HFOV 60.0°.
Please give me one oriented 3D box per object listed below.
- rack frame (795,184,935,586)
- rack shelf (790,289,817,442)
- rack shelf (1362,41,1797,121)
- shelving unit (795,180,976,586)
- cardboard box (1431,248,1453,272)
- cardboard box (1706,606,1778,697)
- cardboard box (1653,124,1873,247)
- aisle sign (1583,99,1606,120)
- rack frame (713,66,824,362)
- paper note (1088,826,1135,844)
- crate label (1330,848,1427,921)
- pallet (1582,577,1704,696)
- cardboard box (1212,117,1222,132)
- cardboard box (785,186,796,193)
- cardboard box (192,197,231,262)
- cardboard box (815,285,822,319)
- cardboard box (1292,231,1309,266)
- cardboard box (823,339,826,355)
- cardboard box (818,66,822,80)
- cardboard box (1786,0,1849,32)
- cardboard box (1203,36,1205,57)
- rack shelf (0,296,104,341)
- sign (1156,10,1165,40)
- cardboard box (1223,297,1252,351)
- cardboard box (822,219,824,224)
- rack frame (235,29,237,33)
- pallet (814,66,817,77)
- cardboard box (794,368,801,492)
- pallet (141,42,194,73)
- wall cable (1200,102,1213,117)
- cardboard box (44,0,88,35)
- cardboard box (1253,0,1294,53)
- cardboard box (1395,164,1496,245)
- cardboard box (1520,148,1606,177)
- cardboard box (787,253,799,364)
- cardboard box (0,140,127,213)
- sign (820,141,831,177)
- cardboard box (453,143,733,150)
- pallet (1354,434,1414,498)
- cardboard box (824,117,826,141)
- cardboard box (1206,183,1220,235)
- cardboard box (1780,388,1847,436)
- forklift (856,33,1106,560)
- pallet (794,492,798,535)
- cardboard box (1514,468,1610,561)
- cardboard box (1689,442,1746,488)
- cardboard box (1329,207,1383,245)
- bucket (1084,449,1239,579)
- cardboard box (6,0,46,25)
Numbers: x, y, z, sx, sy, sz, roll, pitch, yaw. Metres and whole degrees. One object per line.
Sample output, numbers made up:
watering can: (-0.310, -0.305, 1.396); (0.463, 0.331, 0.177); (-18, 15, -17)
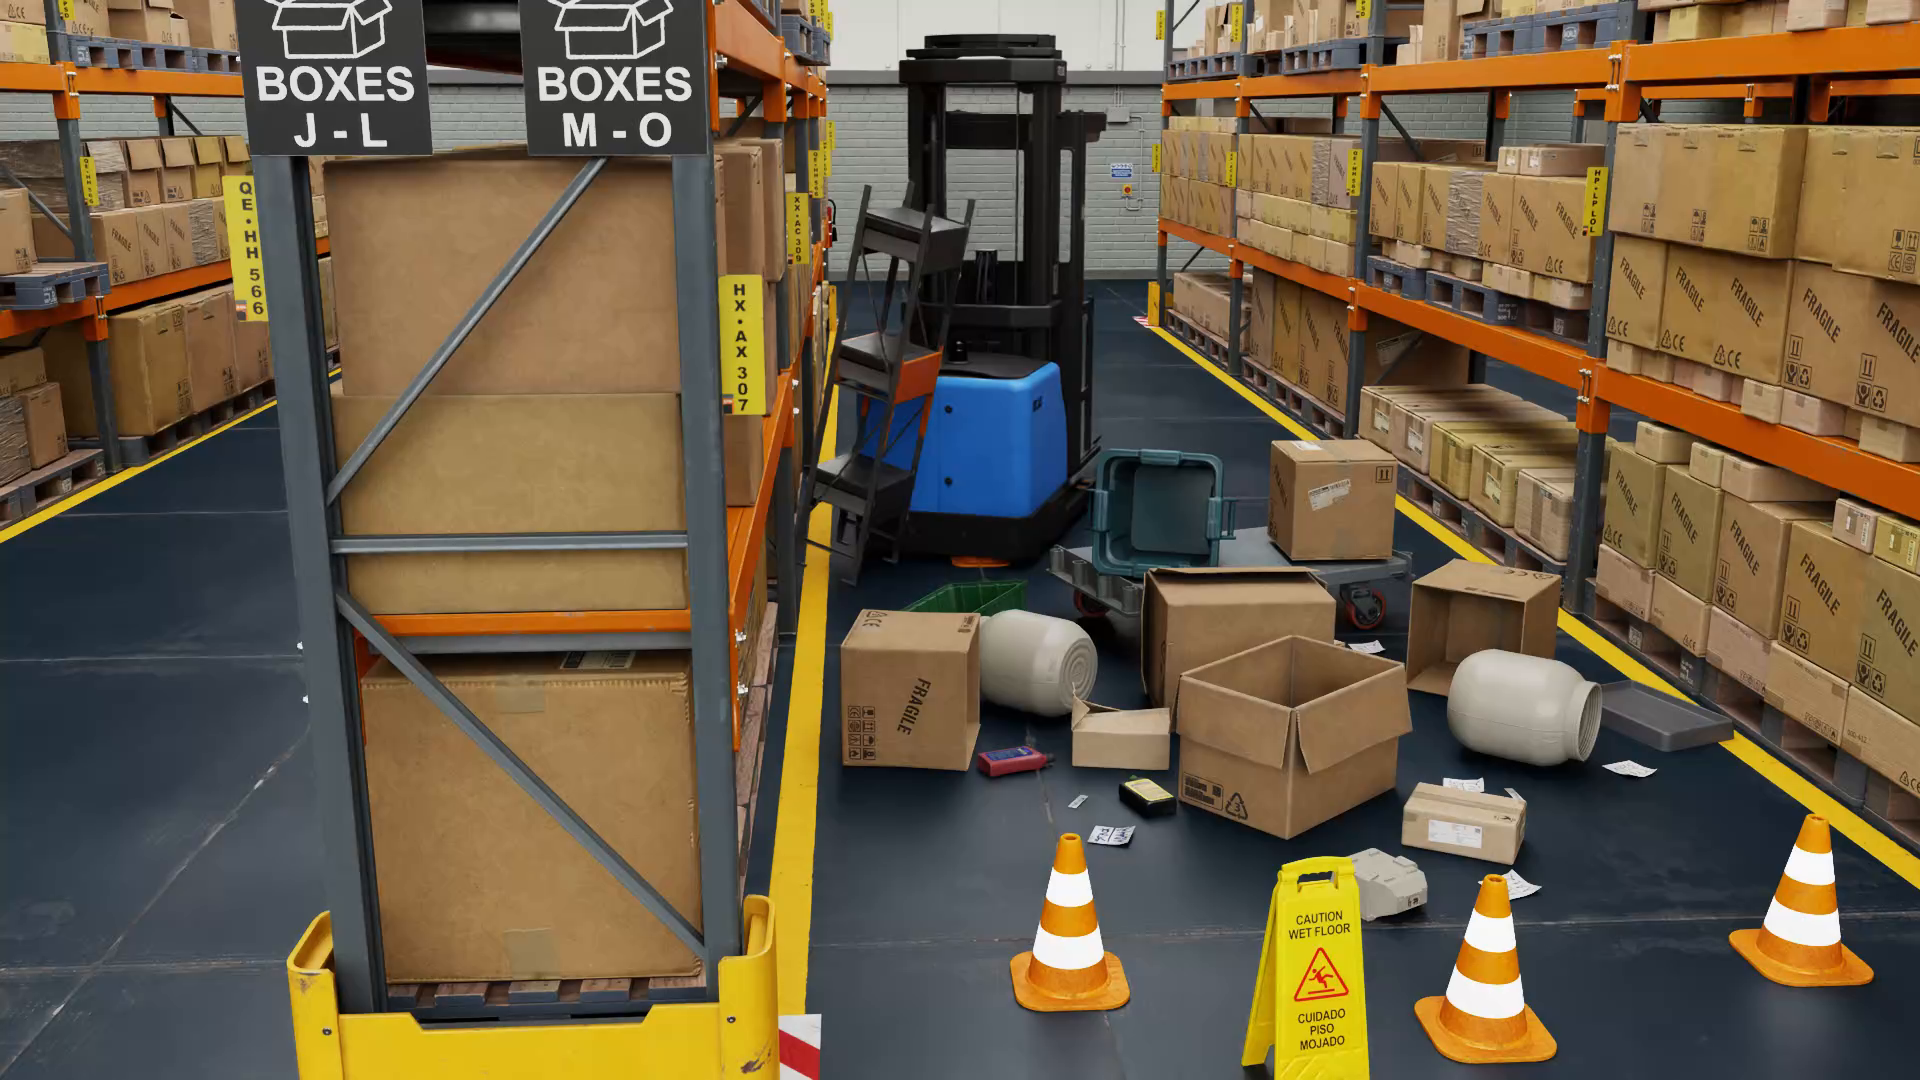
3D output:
rack frame: (-0.525, -0.777, 8.730); (0.400, 2.100, 0.015); (21, 21, 20)
rack shelf: (-1.433, -1.132, 9.851); (1.077, 0.370, 4.000); (-1, 14, -3)
rack shelf: (3.501, -2.687, 9.872); (1.077, 0.370, 4.000); (-1, 14, -3)
shelving unit: (-0.420, -0.833, 8.943); (0.431, 2.100, 0.503); (21, 21, 20)
cardboard box: (3.256, -1.811, 10.705); (0.380, 0.149, 0.250); (0, 14, 0)
cardboard box: (3.472, 0.459, 6.899); (0.500, 0.250, 0.500); (-1, 14, -4)
cardboard box: (3.446, -1.521, 7.116); (0.700, 0.500, 0.500); (-1, 14, -3)
aisle sign: (7.538, -5.418, 19.848); (0.394, 0.787, 0.004); (-1, 14, -3)
rack frame: (-1.805, -2.973, 15.561); (1.000, 3.000, 0.127); (-1, 14, -3)
paper note: (0.539, 1.044, 5.910); (0.144, 0.017, 0.142); (4, 15, 16)
crate label: (1.361, 1.116, 5.413); (0.250, 0.136, 0.298); (-9, 17, -32)
pallet: (3.702, 0.432, 7.924); (1.003, 0.211, 1.213); (-1, 14, -3)
cardboard box: (2.794, -4.247, 17.003); (0.380, 0.149, 0.250); (-1, 14, -4)
cardboard box: (-1.422, -2.594, 12.555); (0.380, 0.149, 0.250); (-1, 14, -4)
cardboard box: (-6.397, -2.605, 13.930); (0.500, 0.500, 0.500); (-1, 14, -4)
cardboard box: (-1.506, -2.148, 15.022); (0.500, 0.250, 0.500); (-1, 14, -5)
cardboard box: (3.024, -2.381, 13.562); (0.500, 0.250, 0.500); (-1, 14, -4)
cardboard box: (-1.507, -1.891, 16.235); (0.380, 0.149, 0.250); (-2, 15, -6)
cardboard box: (-1.570, -4.472, 15.670); (0.500, 0.250, 0.500); (0, 14, -1)
cardboard box: (3.392, -2.013, 6.313); (0.380, 0.149, 0.250); (-1, 14, -5)
cardboard box: (2.925, -5.358, 17.945); (0.500, 0.311, 0.500); (-1, 14, -2)
rack shelf: (-6.390, -1.081, 9.651); (1.077, 0.370, 4.000); (-1, 14, -3)
sign: (2.327, -5.977, 19.302); (0.100, 0.325, 0.005); (-1, 14, -3)
cardboard box: (3.198, -2.195, 16.836); (0.875, 0.438, 0.875); (-1, 14, -4)
cardboard box: (-1.703, -3.582, 18.431); (0.380, 0.149, 0.250); (0, 14, -2)
rack frame: (-6.761, -5.827, 14.614); (1.000, 3.000, 0.127); (-1, 14, -3)
pallet: (-1.873, -4.180, 14.608); (1.213, 0.211, 1.003); (-1, 14, -3)
cardboard box: (-1.551, -0.722, 10.484); (1.050, 0.750, 0.750); (-1, 14, -3)
pallet: (-6.679, -3.725, 12.845); (1.003, 0.211, 1.213); (0, 14, -1)
wall cable: (3.924, -5.988, 25.241); (0.588, 1.984, 0.122); (-1, 14, -3)
cardboard box: (-6.623, -3.783, 11.641); (0.797, 0.503, 0.637); (0, 14, 0)
cardboard box: (2.895, -4.555, 14.648); (0.500, 0.500, 0.500); (-1, 14, -4)
cardboard box: (3.214, -2.231, 11.036); (0.500, 0.500, 0.500); (0, 14, -1)
cardboard box: (3.316, -2.077, 9.139); (0.380, 0.149, 0.250); (-1, 14, -5)
cardboard box: (-1.073, -1.167, 8.341); (0.500, 0.500, 0.500); (-1, 14, -3)
cardboard box: (-6.543, -2.643, 12.065); (0.797, 0.503, 0.637); (0, 14, -2)
sign: (-1.251, -3.543, 15.454); (0.100, 0.325, 0.005); (-1, 14, -3)
cardboard box: (-1.233, -1.084, 5.750); (0.875, 0.550, 0.500); (-1, 14, -3)
pallet: (3.424, -0.535, 11.682); (1.003, 0.211, 1.213); (-1, 14, -3)
cardboard box: (-1.703, -4.279, 17.834); (0.500, 0.500, 0.500); (0, 14, -1)
cardboard box: (2.808, -3.362, 16.874); (0.500, 0.500, 0.500); (-1, 14, -5)
cardboard box: (3.438, -0.499, 6.452); (0.380, 0.149, 0.250); (-1, 14, -4)
forklift: (0.287, -1.631, 10.485); (1.130, 2.935, 3.031); (4, 15, 15)
pallet: (-1.511, -0.128, 10.099); (1.003, 0.211, 1.213); (-1, 14, -3)
cardboard box: (3.590, -0.146, 9.005); (0.950, 0.372, 0.625); (-1, 14, -3)
cardboard box: (3.374, -0.323, 7.132); (0.380, 0.149, 0.250); (0, 14, -1)
cardboard box: (3.094, -2.366, 12.499); (0.500, 0.250, 0.500); (-1, 14, -4)
bucket: (1.000, -0.136, 8.054); (0.726, 0.611, 0.620); (4, 5, 16)
cardboard box: (-6.234, -3.555, 10.600); (0.500, 0.500, 0.500); (-1, 14, -2)
